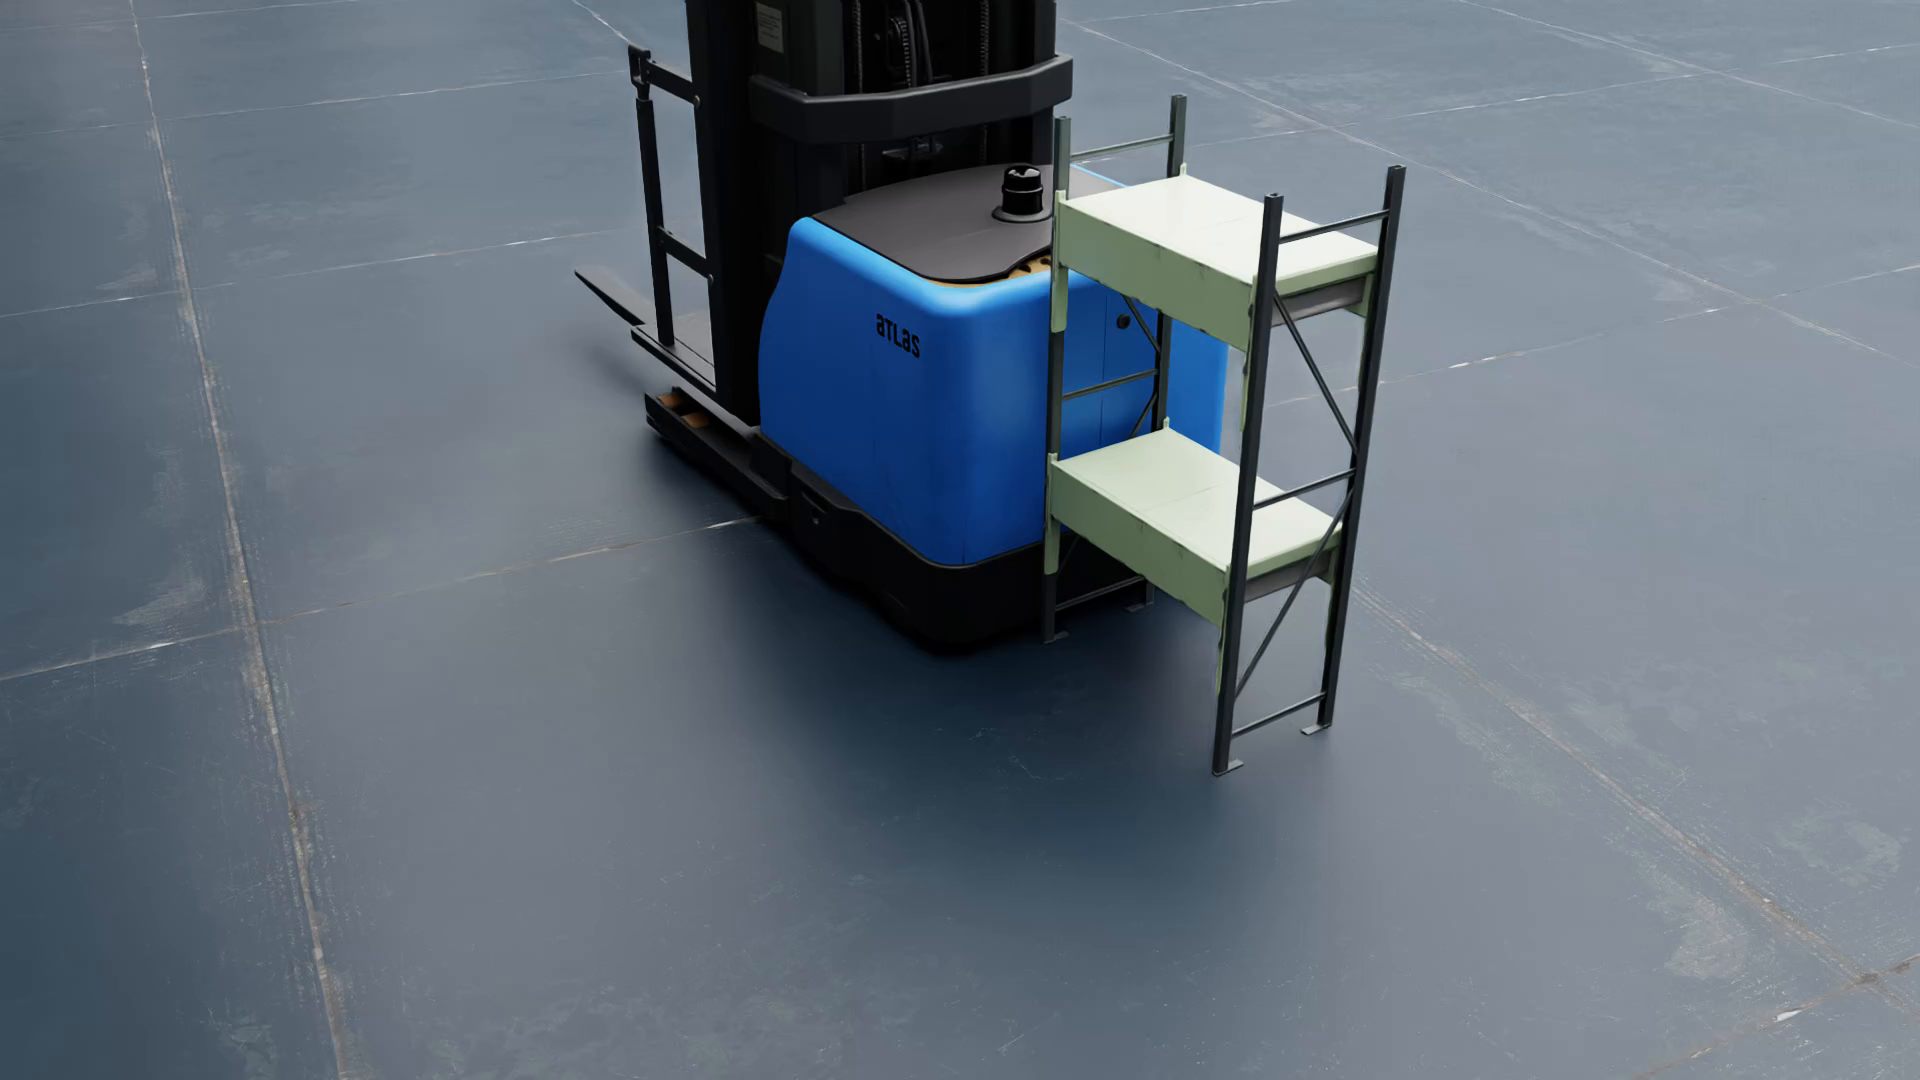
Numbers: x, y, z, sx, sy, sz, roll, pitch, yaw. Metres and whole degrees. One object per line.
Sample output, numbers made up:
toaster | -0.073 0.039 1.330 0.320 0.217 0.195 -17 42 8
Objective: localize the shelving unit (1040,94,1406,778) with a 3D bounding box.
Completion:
shelving unit | 0.603 -0.264 4.187 0.431 1.500 0.755 -18 34 -29

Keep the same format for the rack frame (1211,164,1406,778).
rack frame | 0.807 -0.115 3.922 0.400 1.500 0.023 -18 34 -29

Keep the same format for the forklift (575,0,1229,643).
forklift | -0.450 -1.668 5.229 1.130 2.935 3.031 -18 34 -29

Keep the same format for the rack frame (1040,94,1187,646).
rack frame | 0.399 -0.412 4.452 0.400 1.500 0.023 -18 34 -29

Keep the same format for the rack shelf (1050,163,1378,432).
rack shelf | 0.603 -0.604 3.996 0.431 0.370 0.720 -18 34 -29

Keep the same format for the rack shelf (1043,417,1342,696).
rack shelf | 0.603 0.021 4.346 0.431 0.370 0.720 -18 34 -29
